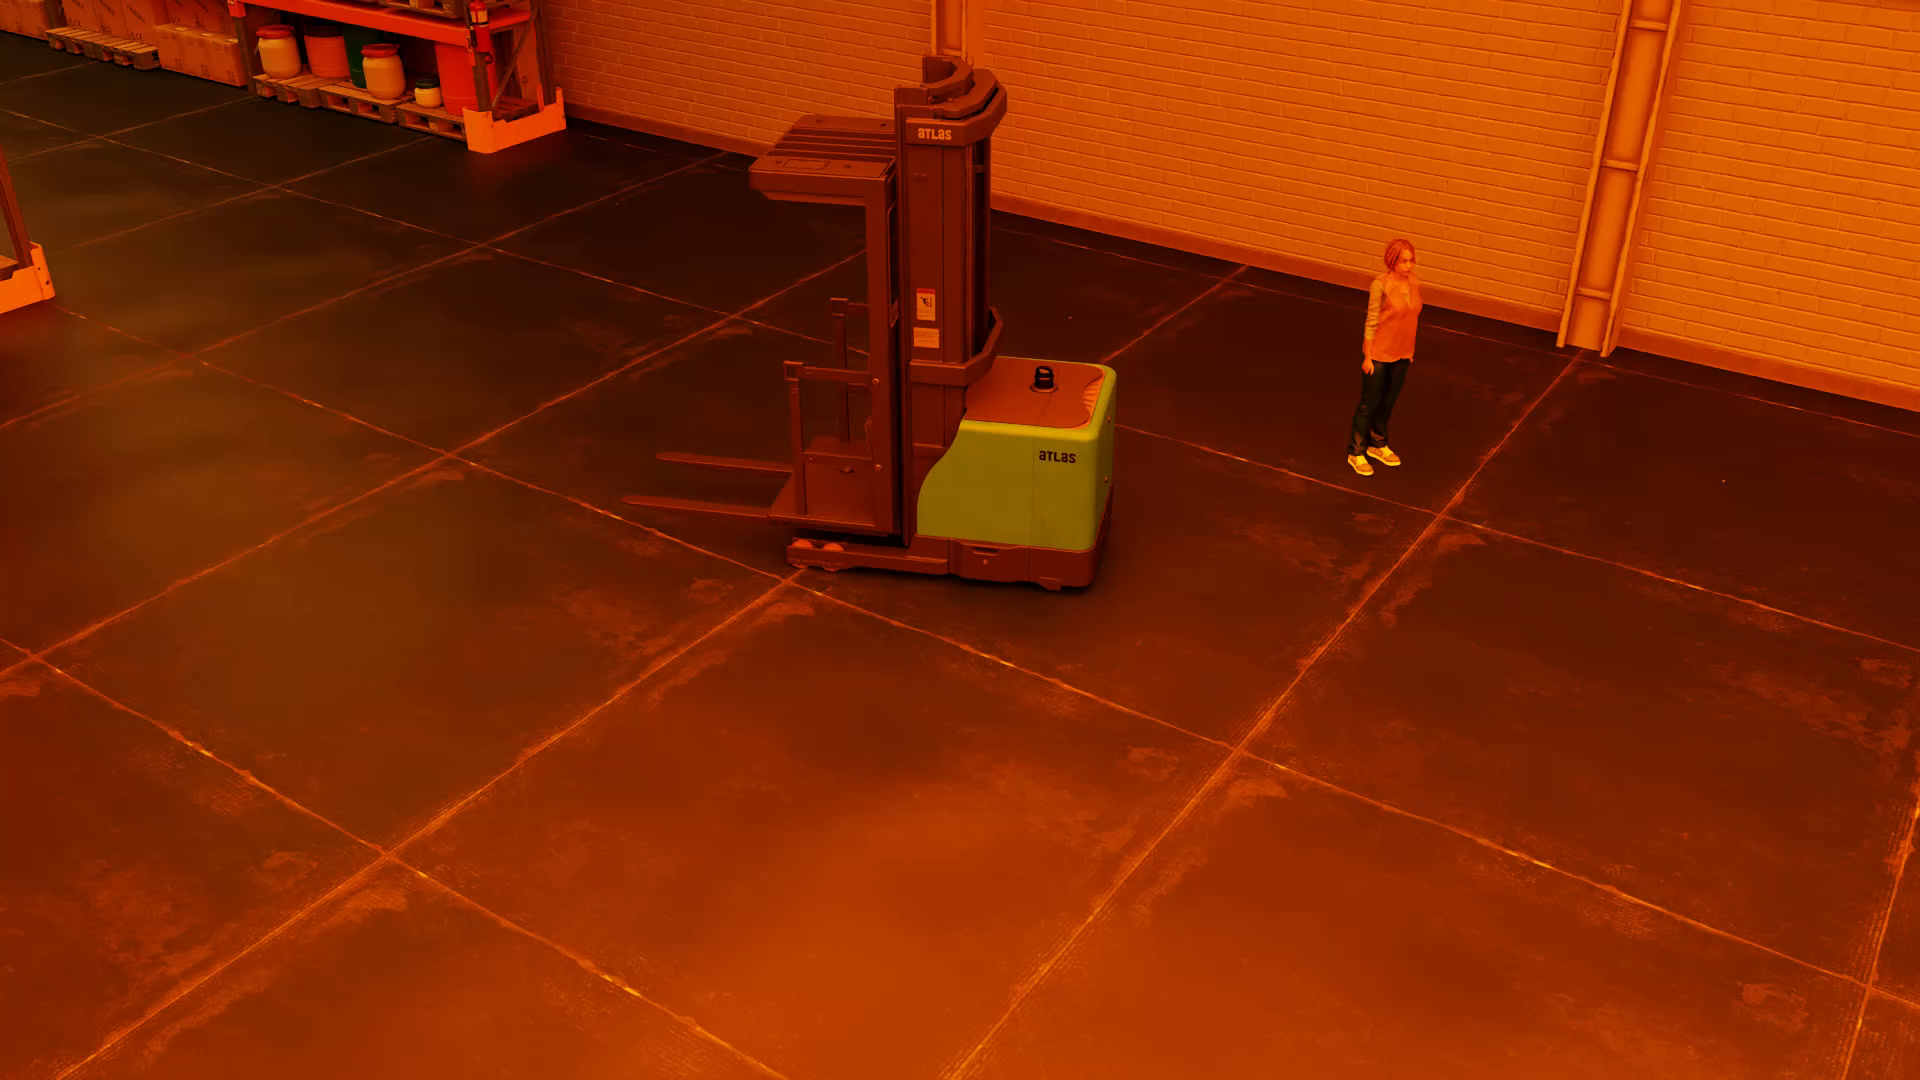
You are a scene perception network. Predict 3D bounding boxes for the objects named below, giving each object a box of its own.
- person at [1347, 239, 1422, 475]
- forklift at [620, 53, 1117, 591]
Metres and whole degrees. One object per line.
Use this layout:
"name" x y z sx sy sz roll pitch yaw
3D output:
"person" 2.833 -1.222 11.010 0.410 1.604 0.314 -16 34 -26
"forklift" -0.596 -1.330 9.871 3.031 2.935 1.130 6 31 10
